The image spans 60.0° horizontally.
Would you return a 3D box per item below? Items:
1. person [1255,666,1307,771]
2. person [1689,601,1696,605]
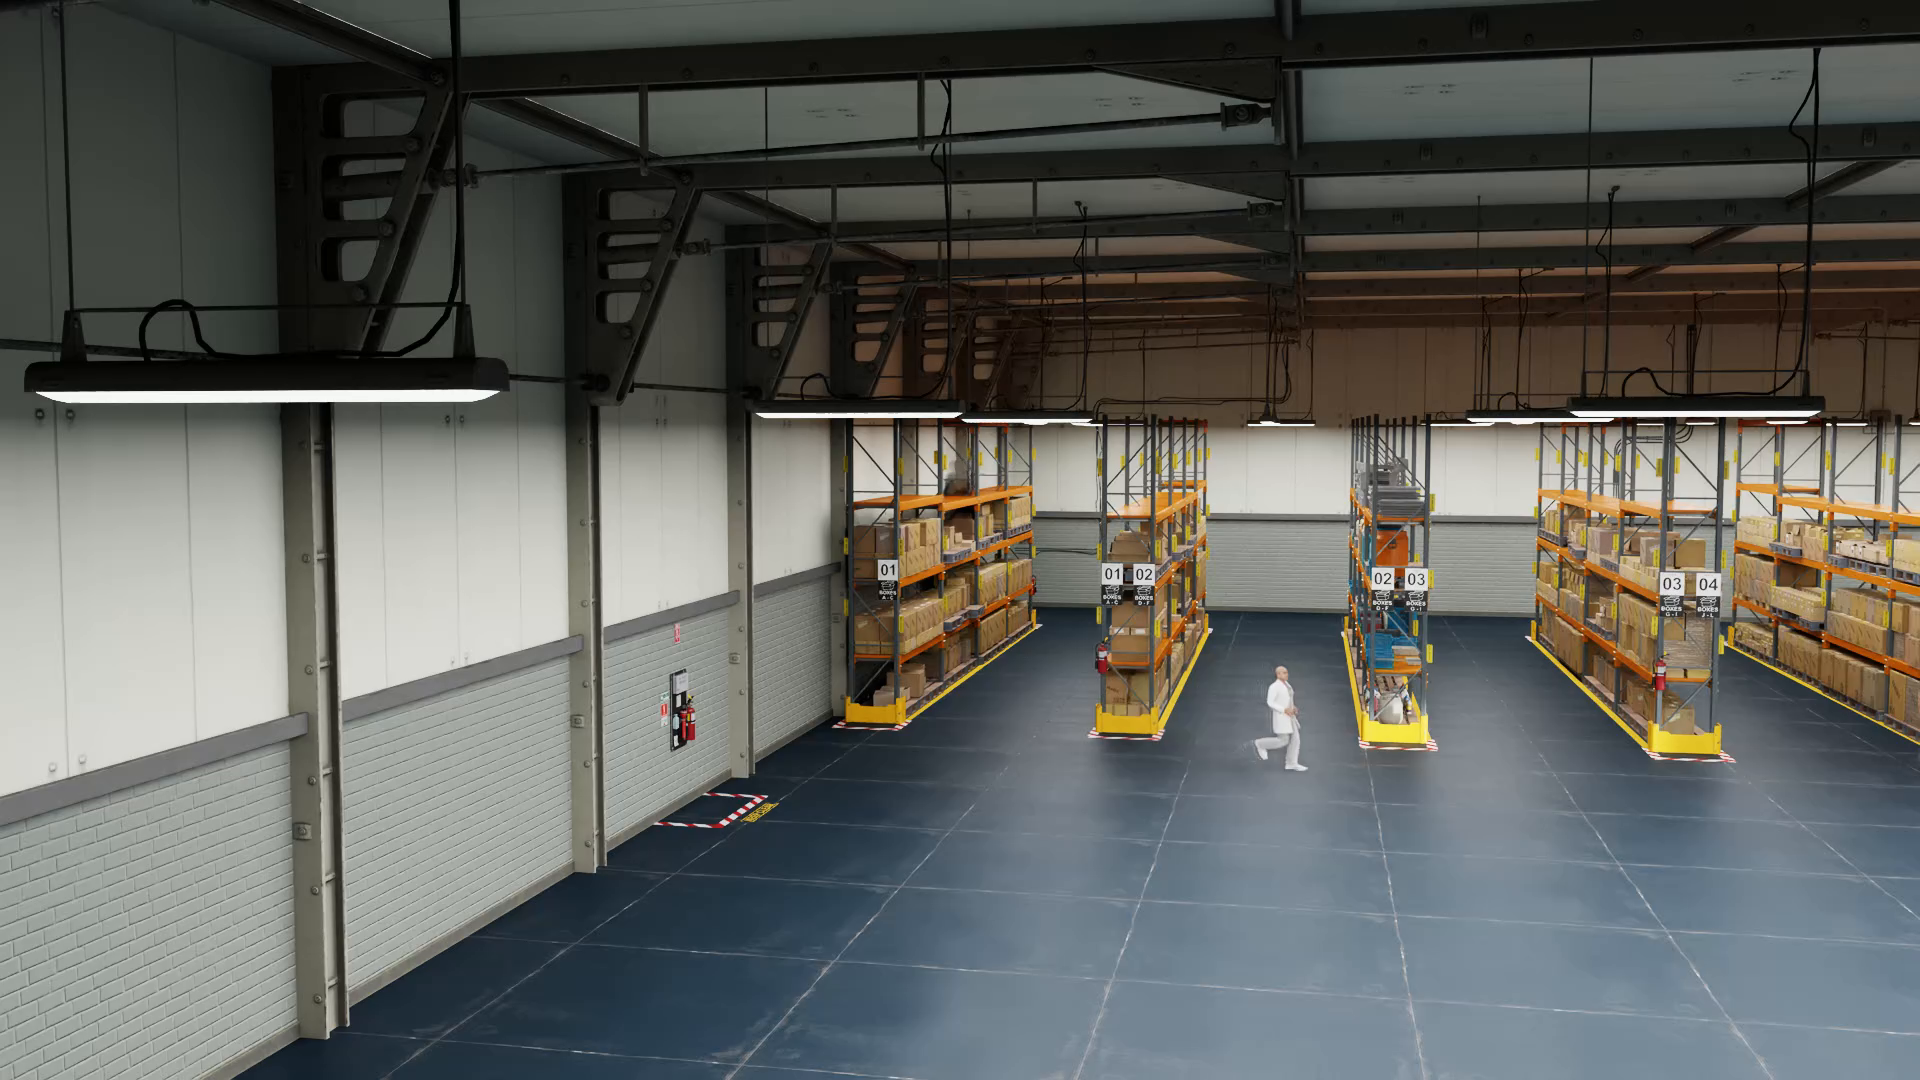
[{"bbox_3d":[5.435,2.995,28.014,0.920,1.742,0.725,3,5,39],"label":"person"},{"bbox_3d":[18.699,2.017,41.940,0.664,1.779,0.904,1,4,20],"label":"person"}]
